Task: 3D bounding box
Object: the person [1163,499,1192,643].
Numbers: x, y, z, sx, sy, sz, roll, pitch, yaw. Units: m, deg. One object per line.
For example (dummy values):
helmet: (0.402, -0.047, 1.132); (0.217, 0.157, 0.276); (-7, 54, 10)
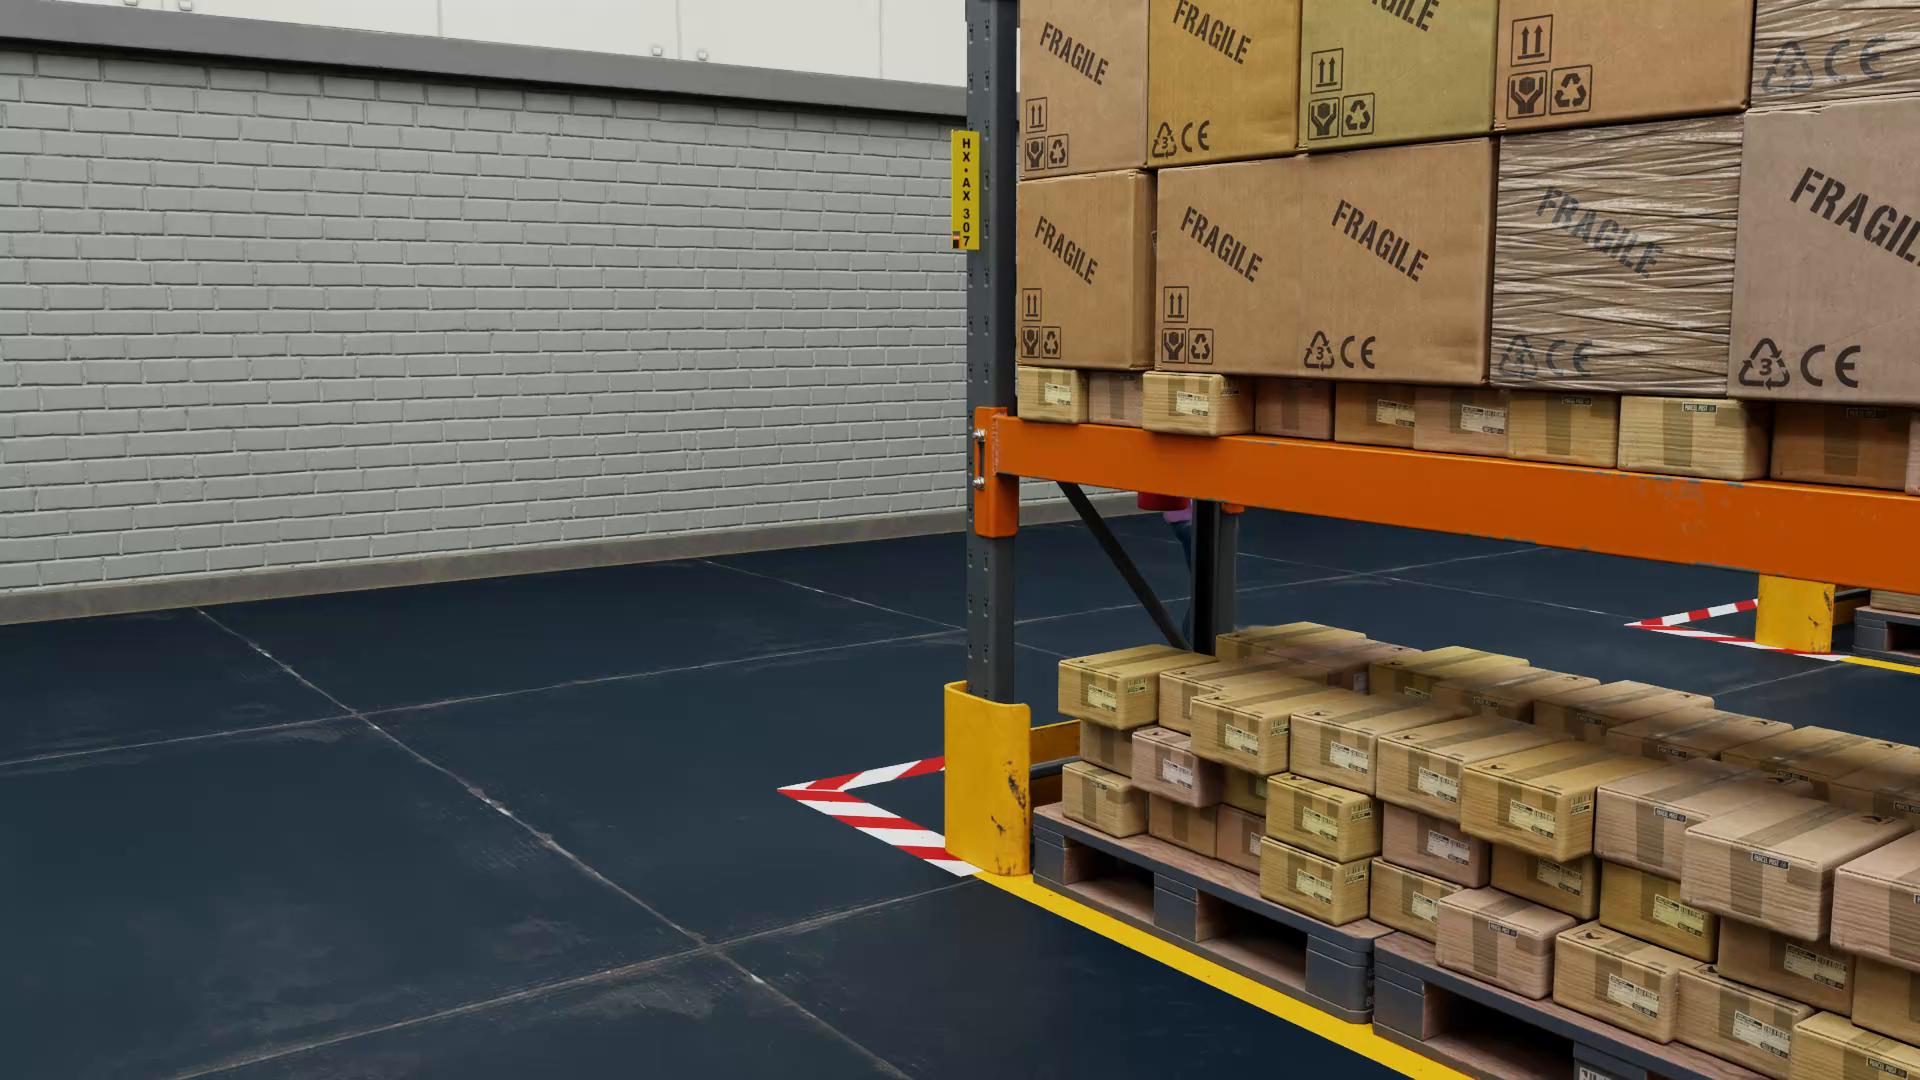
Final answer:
person: (0.964, -0.089, 6.493); (0.346, 1.591, 0.474); (1, 8, 7)
